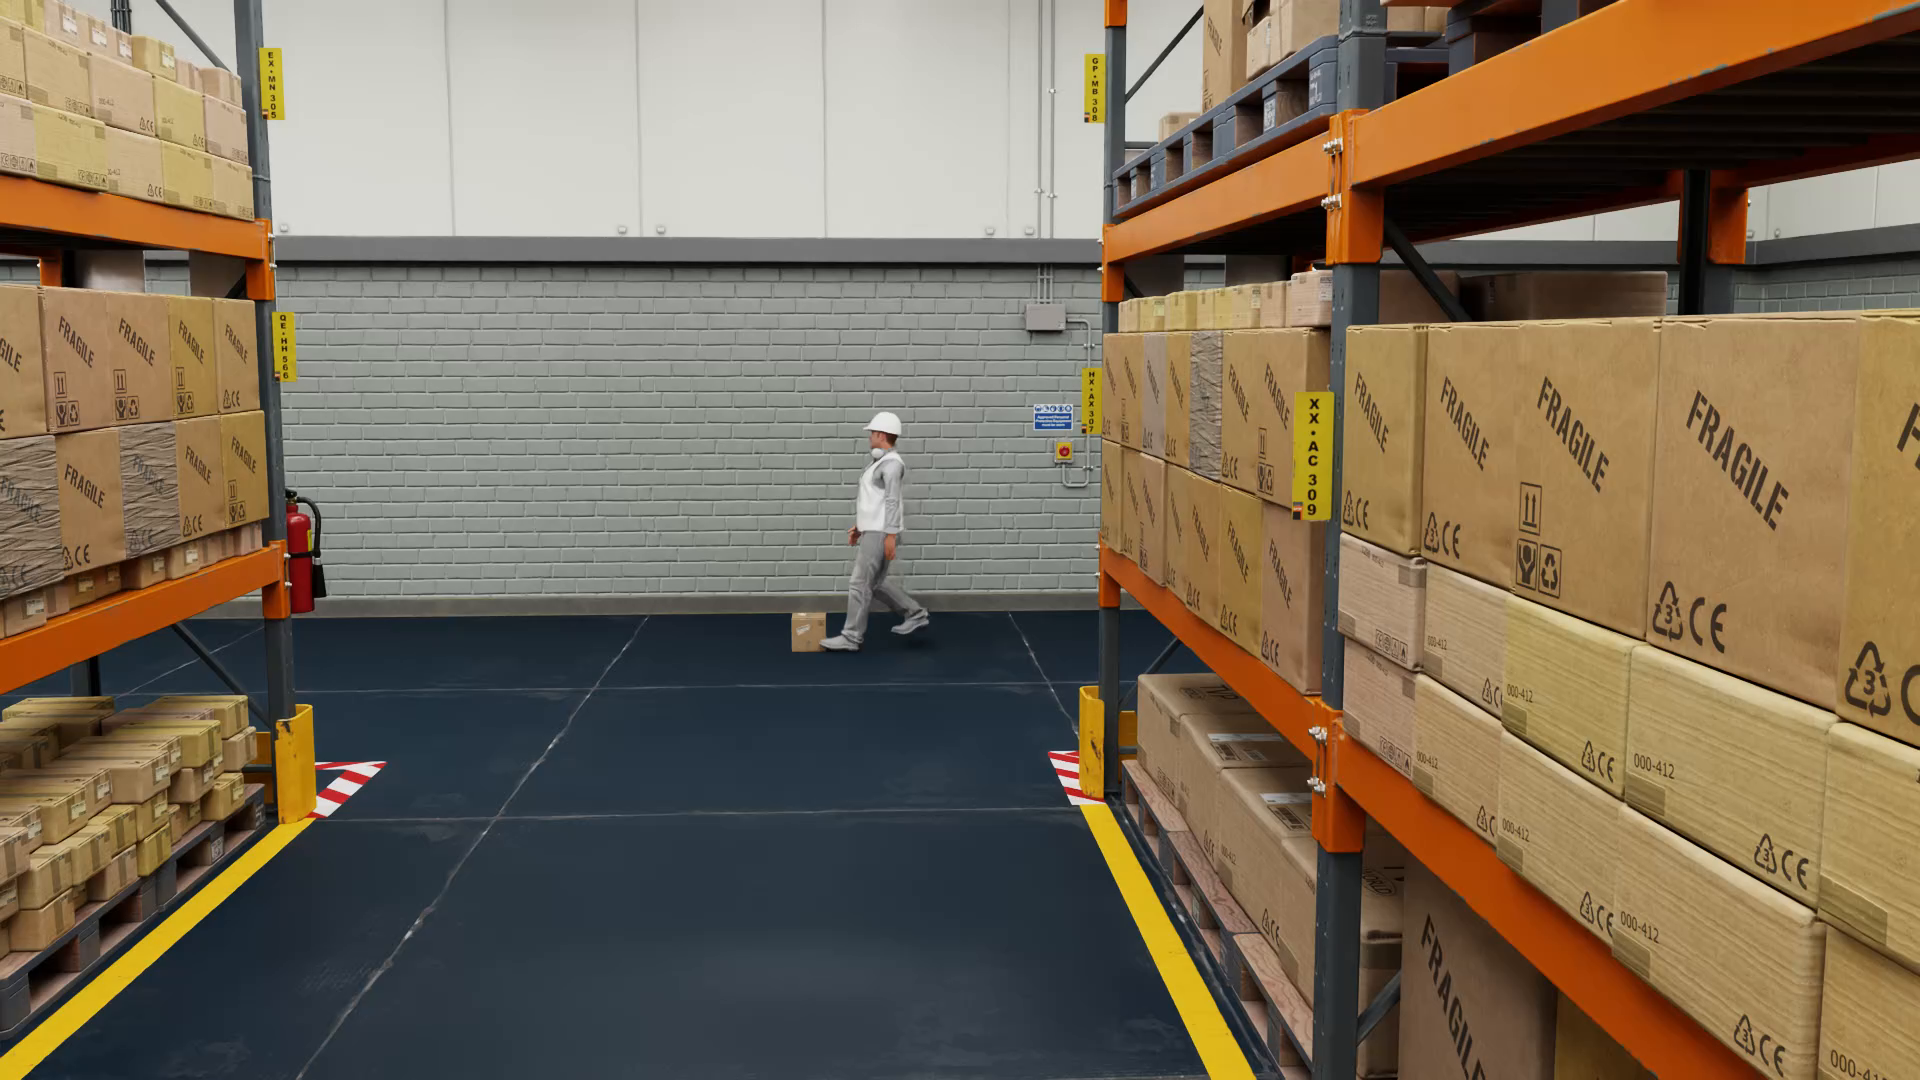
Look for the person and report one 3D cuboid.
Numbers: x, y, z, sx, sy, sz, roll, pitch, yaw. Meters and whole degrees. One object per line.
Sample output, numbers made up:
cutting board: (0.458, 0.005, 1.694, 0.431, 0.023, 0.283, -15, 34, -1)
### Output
person: (-0.636, -0.071, 12.302, 0.844, 1.747, 0.549, -1, 7, -8)
